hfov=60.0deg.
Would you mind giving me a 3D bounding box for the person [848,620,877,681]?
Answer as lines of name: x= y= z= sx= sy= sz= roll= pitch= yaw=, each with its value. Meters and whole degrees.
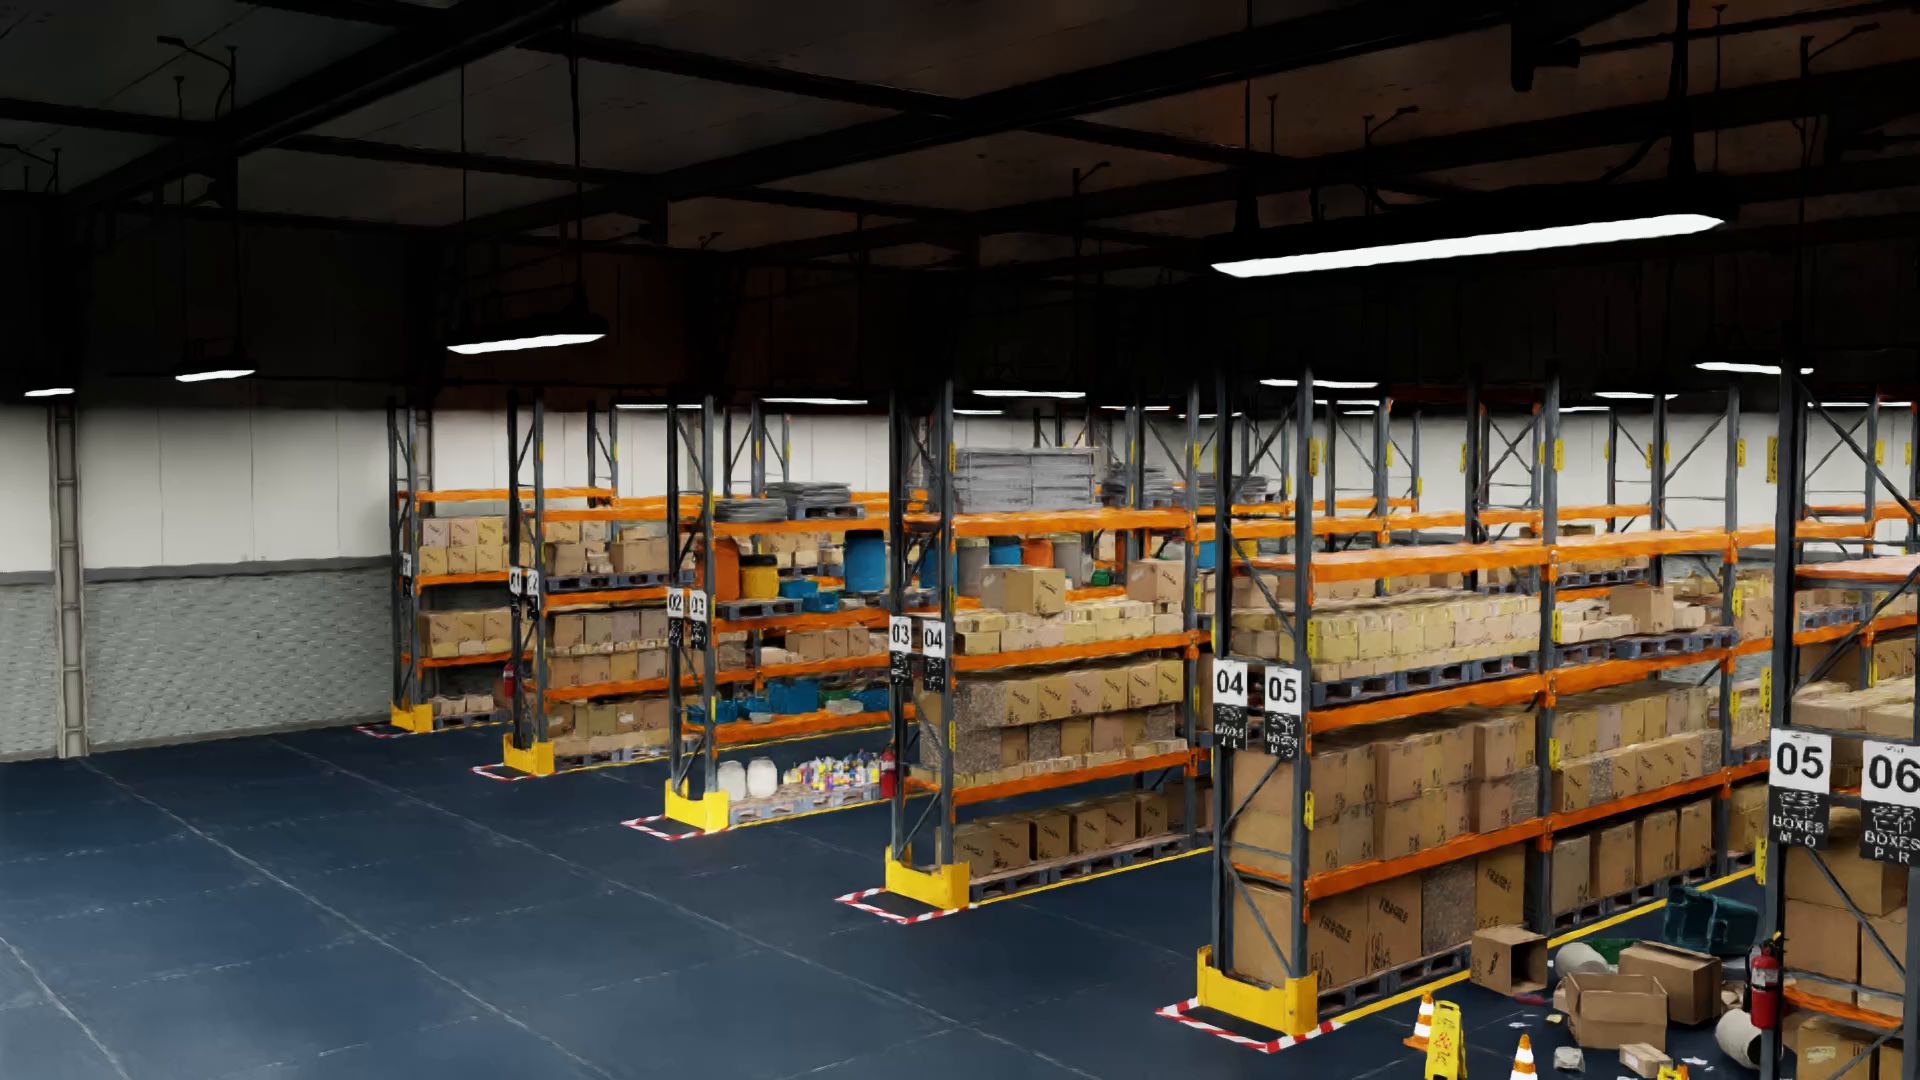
person: x=-1.975 y=2.392 z=33.620 sx=1.019 sy=1.612 sz=0.456 roll=-3 pitch=4 yaw=-41
